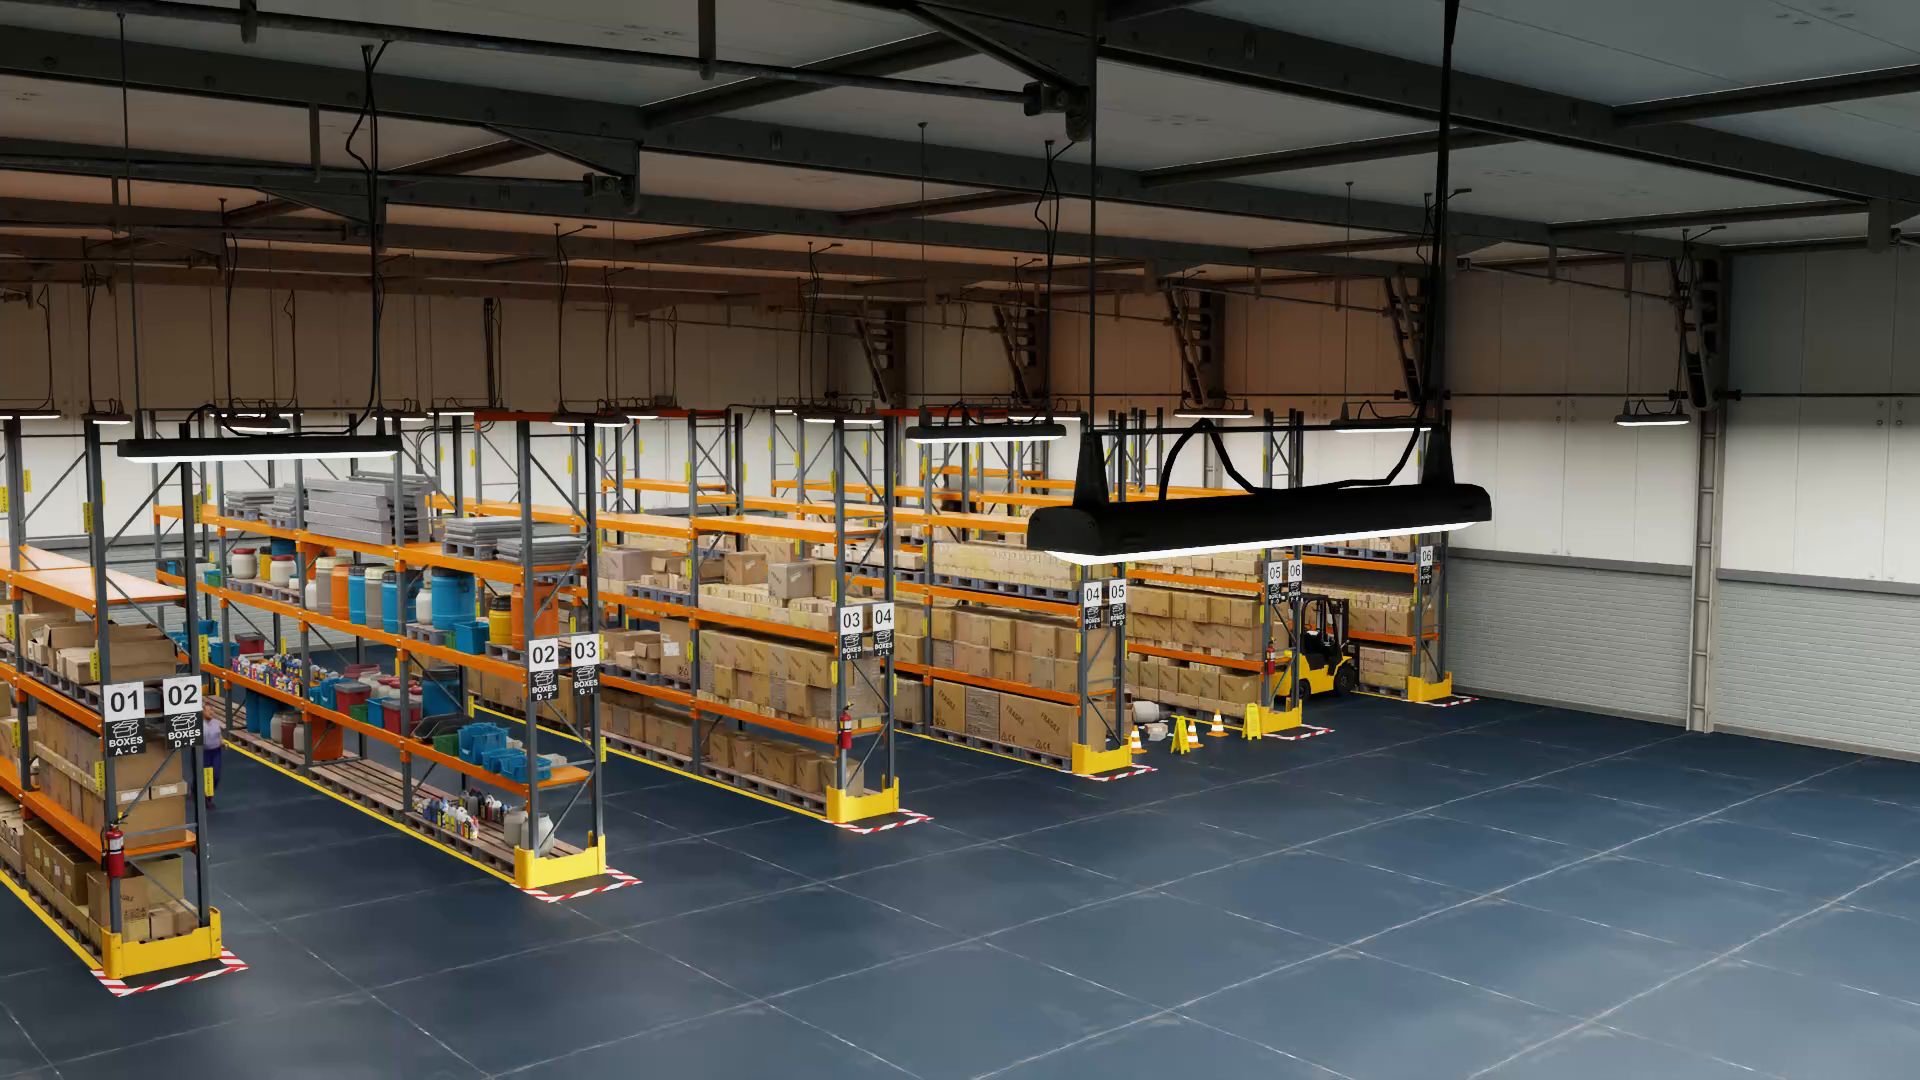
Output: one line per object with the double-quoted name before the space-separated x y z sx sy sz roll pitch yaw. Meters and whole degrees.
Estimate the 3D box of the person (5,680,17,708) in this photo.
"person" -18.015 2.758 31.576 0.548 1.613 0.650 2 5 21

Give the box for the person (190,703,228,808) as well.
"person" -11.480 3.298 25.407 0.536 1.602 0.581 3 6 34
